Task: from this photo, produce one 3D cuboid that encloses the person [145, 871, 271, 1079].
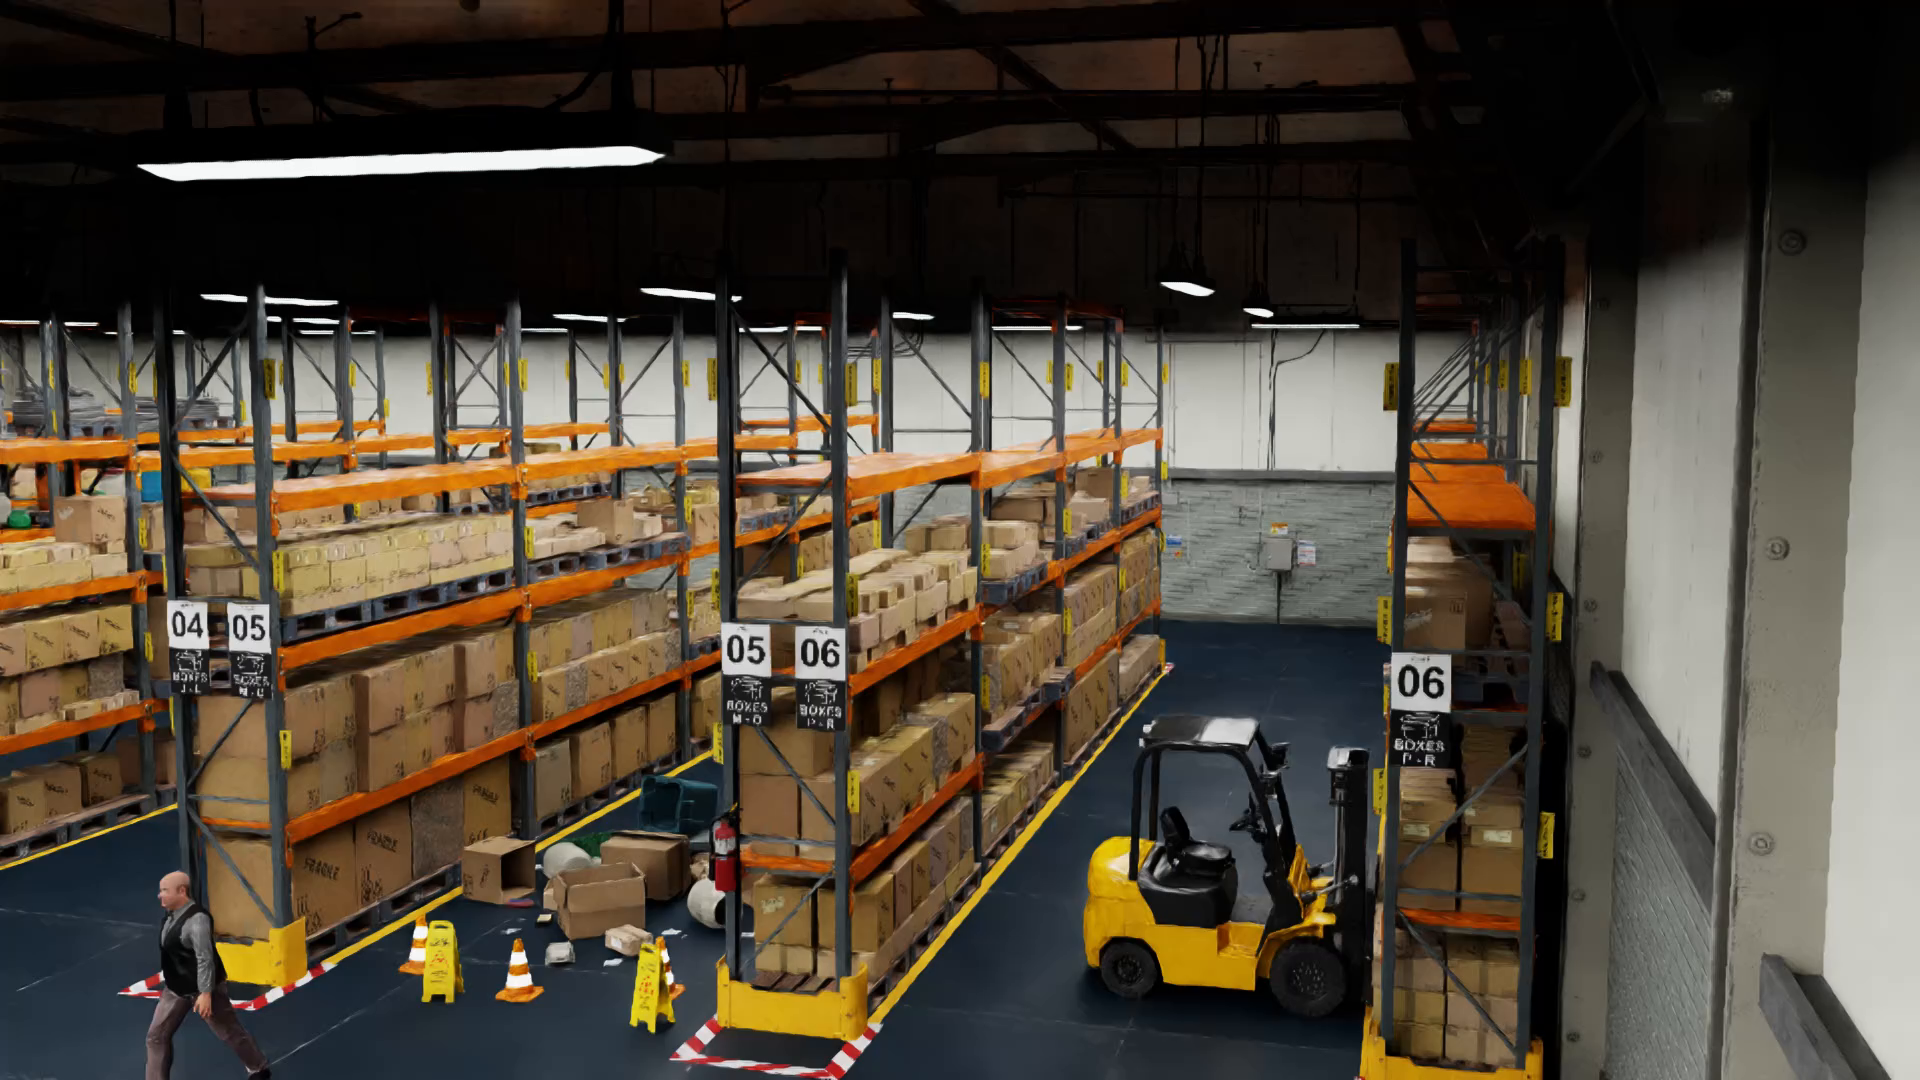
[{"bbox_3d":[-5.356,3.119,11.622,0.578,1.678,0.963,5,8,38],"label":"person"}]
